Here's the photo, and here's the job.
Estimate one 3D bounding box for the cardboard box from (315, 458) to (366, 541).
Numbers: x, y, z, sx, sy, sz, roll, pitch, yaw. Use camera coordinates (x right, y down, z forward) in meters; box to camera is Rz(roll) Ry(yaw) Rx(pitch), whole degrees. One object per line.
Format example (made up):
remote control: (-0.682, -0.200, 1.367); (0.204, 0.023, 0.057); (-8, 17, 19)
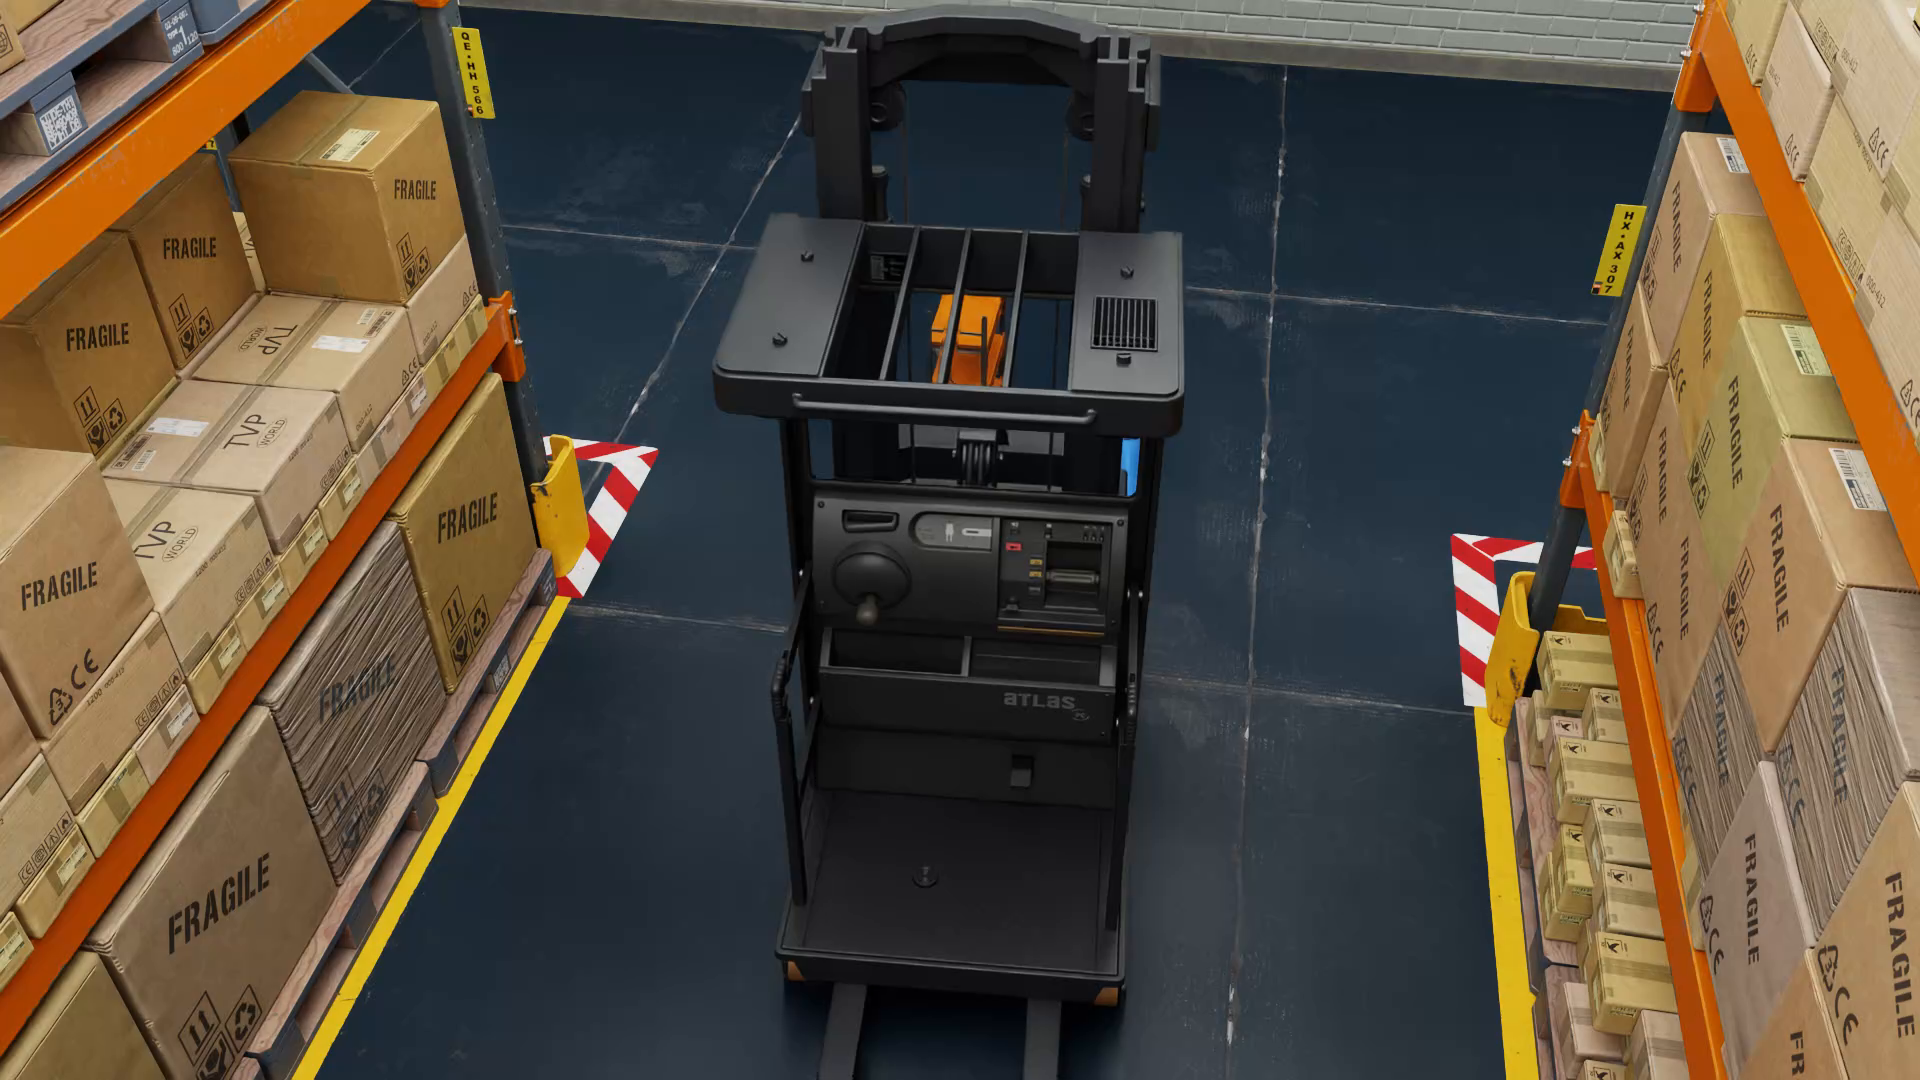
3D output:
cardboard box: (-2.129, -0.146, 5.270); (0.380, 0.149, 0.250); (6, 40, 7)

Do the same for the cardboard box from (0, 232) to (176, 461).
cardboard box: (-2.736, -0.579, 4.892); (0.500, 0.500, 0.500); (5, 40, 6)

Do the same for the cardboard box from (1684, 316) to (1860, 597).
cardboard box: (2.119, -0.178, 4.015); (0.500, 0.500, 0.500); (6, 40, 7)

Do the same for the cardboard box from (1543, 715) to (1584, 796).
cardboard box: (2.205, 0.755, 5.657); (0.380, 0.149, 0.250); (6, 40, 7)

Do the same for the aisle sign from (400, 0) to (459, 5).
aisle sign: (-1.908, -2.158, 5.466); (0.394, 0.787, 0.004); (6, 40, 8)

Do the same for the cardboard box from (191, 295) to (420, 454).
cardboard box: (-2.127, -0.549, 5.444); (0.500, 0.250, 0.500); (6, 40, 7)

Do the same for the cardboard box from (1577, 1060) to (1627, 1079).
cardboard box: (1.991, 1.669, 4.785); (0.380, 0.149, 0.250); (6, 40, 8)

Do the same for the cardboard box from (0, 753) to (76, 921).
cardboard box: (-2.478, 0.732, 3.895); (0.500, 0.250, 0.500); (6, 40, 7)

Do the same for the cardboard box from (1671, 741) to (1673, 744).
cardboard box: (2.118, 0.555, 4.422); (0.380, 0.149, 0.250); (6, 40, 7)

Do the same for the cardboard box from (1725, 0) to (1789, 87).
cardboard box: (2.322, -1.378, 4.327); (0.500, 0.250, 0.500); (8, 40, 9)

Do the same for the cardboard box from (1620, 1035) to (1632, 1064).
cardboard box: (2.140, 1.419, 4.854); (0.380, 0.149, 0.250); (8, 40, 10)

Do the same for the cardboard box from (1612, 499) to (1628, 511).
cardboard box: (2.269, -0.105, 5.220); (0.380, 0.149, 0.250); (8, 40, 9)

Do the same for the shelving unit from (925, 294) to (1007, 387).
shelving unit: (0.029, -0.566, 6.993); (0.258, 1.200, 0.503); (6, 40, 8)

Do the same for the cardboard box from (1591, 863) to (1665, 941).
cardboard box: (2.108, 1.134, 4.966); (0.380, 0.149, 0.250); (8, 40, 9)

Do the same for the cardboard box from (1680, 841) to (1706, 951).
cardboard box: (1.978, 0.879, 4.029); (0.380, 0.149, 0.250); (7, 40, 9)

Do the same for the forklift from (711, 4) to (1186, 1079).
forklift: (0.008, 0.154, 4.763); (1.130, 2.935, 3.031); (4, 40, 4)

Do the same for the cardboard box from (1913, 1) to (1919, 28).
cardboard box: (2.068, -0.999, 3.162); (0.380, 0.149, 0.250); (8, 40, 9)

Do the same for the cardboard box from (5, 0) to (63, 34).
cardboard box: (-2.511, -1.537, 3.914); (0.700, 0.500, 0.500); (4, 40, 5)

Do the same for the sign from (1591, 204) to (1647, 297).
sign: (2.117, -0.927, 5.338); (0.100, 0.325, 0.005); (6, 40, 8)

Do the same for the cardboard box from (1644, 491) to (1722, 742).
cardboard box: (2.137, 0.209, 4.331); (0.500, 0.500, 0.500); (7, 40, 8)

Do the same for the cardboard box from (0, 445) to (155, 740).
cardboard box: (-2.396, 0.113, 4.055); (0.500, 0.500, 0.500); (5, 40, 6)

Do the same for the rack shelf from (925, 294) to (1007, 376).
rack shelf: (0.029, -0.869, 6.743); (0.258, 0.148, 0.480); (6, 40, 8)

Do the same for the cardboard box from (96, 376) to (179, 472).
cardboard box: (-2.739, -0.287, 5.128); (0.500, 0.250, 0.500); (5, 40, 6)

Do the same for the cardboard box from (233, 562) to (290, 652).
cardboard box: (-2.218, 0.172, 4.885); (0.380, 0.149, 0.250); (7, 40, 9)

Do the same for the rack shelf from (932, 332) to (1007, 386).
rack shelf: (0.029, -0.687, 6.894); (0.258, 0.148, 0.480); (6, 40, 8)

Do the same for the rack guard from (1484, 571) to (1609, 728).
rack guard: (2.638, 0.478, 6.280); (1.175, 0.500, 0.348); (6, 40, 8)

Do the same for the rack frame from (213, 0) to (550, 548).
rack frame: (-2.216, -1.144, 6.279); (1.000, 3.000, 0.127); (6, 40, 8)

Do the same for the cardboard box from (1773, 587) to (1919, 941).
cardboard box: (1.961, 0.469, 3.232); (0.500, 0.500, 0.500); (7, 40, 9)

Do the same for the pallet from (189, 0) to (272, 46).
pallet: (-2.334, -1.799, 4.787); (1.003, 0.211, 1.213); (6, 40, 8)

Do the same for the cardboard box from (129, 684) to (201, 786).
cardboard box: (-2.306, 0.501, 4.487); (0.380, 0.149, 0.250); (7, 40, 8)

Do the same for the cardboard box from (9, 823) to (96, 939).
cardboard box: (-2.395, 0.819, 4.103); (0.380, 0.149, 0.250); (5, 40, 6)

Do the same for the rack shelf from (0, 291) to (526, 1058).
rack shelf: (-2.562, 0.389, 4.991); (1.077, 0.370, 4.000); (6, 40, 8)

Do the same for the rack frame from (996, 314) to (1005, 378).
rack frame: (0.071, -0.719, 7.179); (0.240, 1.200, 0.015); (6, 40, 8)

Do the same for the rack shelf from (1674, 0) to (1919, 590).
rack shelf: (2.305, -0.157, 3.297); (1.077, 0.370, 4.000); (6, 40, 8)

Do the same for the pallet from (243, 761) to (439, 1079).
pallet: (-2.491, 1.205, 5.627); (1.003, 0.211, 1.213); (6, 40, 8)

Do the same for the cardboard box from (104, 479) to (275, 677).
cardboard box: (-2.301, 0.098, 4.662); (0.500, 0.250, 0.500); (6, 40, 8)

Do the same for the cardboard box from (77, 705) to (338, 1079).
cardboard box: (-2.560, 1.053, 4.960); (0.875, 0.875, 0.875); (6, 40, 8)

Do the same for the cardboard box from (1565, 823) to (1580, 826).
cardboard box: (2.245, 1.027, 5.562); (0.380, 0.149, 0.250); (7, 40, 8)

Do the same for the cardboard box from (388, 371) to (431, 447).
cardboard box: (-2.042, -0.466, 5.656); (0.380, 0.149, 0.250); (6, 40, 8)

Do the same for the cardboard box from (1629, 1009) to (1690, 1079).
cardboard box: (2.069, 1.462, 4.569); (0.380, 0.149, 0.250); (6, 40, 8)

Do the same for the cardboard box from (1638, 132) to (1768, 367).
cardboard box: (2.312, -0.820, 4.791); (0.500, 0.500, 0.500); (6, 40, 7)

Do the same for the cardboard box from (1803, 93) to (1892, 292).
cardboard box: (2.150, -0.723, 3.535); (0.500, 0.250, 0.500); (5, 40, 6)

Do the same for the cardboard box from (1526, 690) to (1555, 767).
cardboard box: (2.245, 0.697, 5.961); (0.380, 0.149, 0.250); (7, 40, 9)

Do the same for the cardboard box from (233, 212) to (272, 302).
cardboard box: (-2.565, -0.929, 5.904); (0.500, 0.250, 0.500); (5, 40, 6)

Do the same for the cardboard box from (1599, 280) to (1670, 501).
cardboard box: (2.302, -0.435, 5.111); (0.500, 0.500, 0.500); (8, 40, 10)

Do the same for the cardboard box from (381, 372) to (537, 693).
cardboard box: (-2.248, -0.076, 6.326); (0.875, 0.875, 0.875); (6, 40, 8)

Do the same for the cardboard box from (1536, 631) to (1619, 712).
cardboard box: (2.226, 0.465, 5.774); (0.380, 0.149, 0.250); (5, 40, 6)

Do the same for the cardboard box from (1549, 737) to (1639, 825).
cardboard box: (2.127, 0.796, 5.374); (0.380, 0.149, 0.250); (6, 40, 8)

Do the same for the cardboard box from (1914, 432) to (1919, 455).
cardboard box: (1.963, -0.090, 2.769); (0.500, 0.250, 0.500); (6, 40, 7)

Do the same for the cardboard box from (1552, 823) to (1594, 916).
cardboard box: (2.098, 1.067, 5.279); (0.380, 0.149, 0.250); (8, 40, 9)

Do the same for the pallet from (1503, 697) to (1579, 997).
pallet: (2.463, 1.095, 5.760); (1.003, 0.211, 1.213); (6, 40, 8)

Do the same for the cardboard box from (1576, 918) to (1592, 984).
cardboard box: (2.142, 1.346, 5.176); (0.380, 0.149, 0.250); (6, 40, 8)

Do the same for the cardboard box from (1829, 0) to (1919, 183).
cardboard box: (2.131, -0.934, 3.397); (0.500, 0.250, 0.500); (7, 40, 8)

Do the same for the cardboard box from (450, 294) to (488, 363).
cardboard box: (-1.954, -0.787, 6.045); (0.380, 0.149, 0.250); (7, 40, 9)

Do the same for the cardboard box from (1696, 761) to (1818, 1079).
cardboard box: (1.943, 0.851, 3.554); (0.500, 0.500, 0.500); (6, 40, 7)
